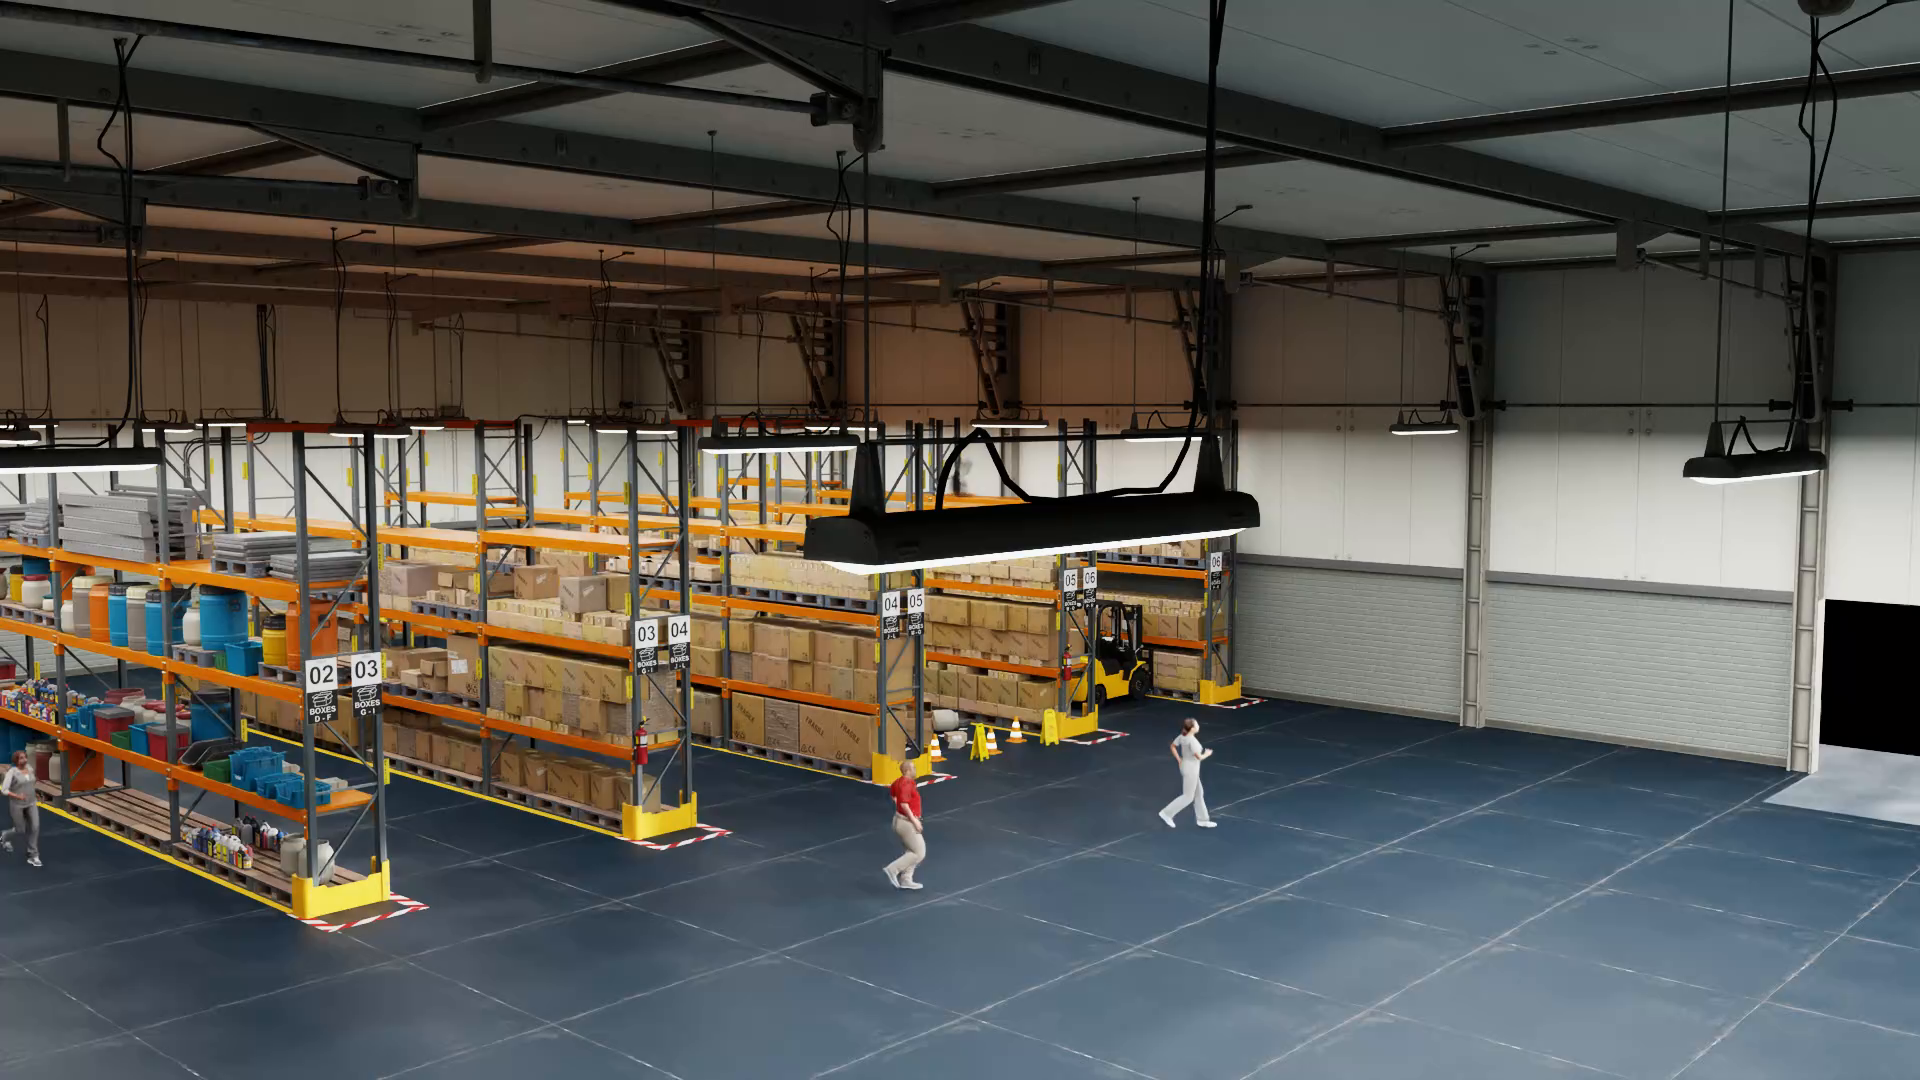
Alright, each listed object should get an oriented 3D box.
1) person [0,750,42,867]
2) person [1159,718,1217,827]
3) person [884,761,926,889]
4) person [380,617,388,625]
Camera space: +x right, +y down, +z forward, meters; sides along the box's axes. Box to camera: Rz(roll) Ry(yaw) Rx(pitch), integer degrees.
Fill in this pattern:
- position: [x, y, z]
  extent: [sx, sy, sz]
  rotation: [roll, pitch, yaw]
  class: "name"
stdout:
- position: [-12.944, 3.675, 22.929]
  extent: [0.812, 1.596, 0.538]
  rotation: [3, 5, 29]
  class: "person"
- position: [3.384, 3.457, 24.661]
  extent: [0.929, 1.662, 0.584]
  rotation: [-1, 5, -13]
  class: "person"
- position: [-0.742, 3.723, 21.676]
  extent: [0.600, 1.700, 0.683]
  rotation: [-2, 5, -19]
  class: "person"
- position: [-13.690, 2.230, 39.437]
  extent: [0.669, 1.828, 0.766]
  rotation: [2, 5, 20]
  class: "person"
